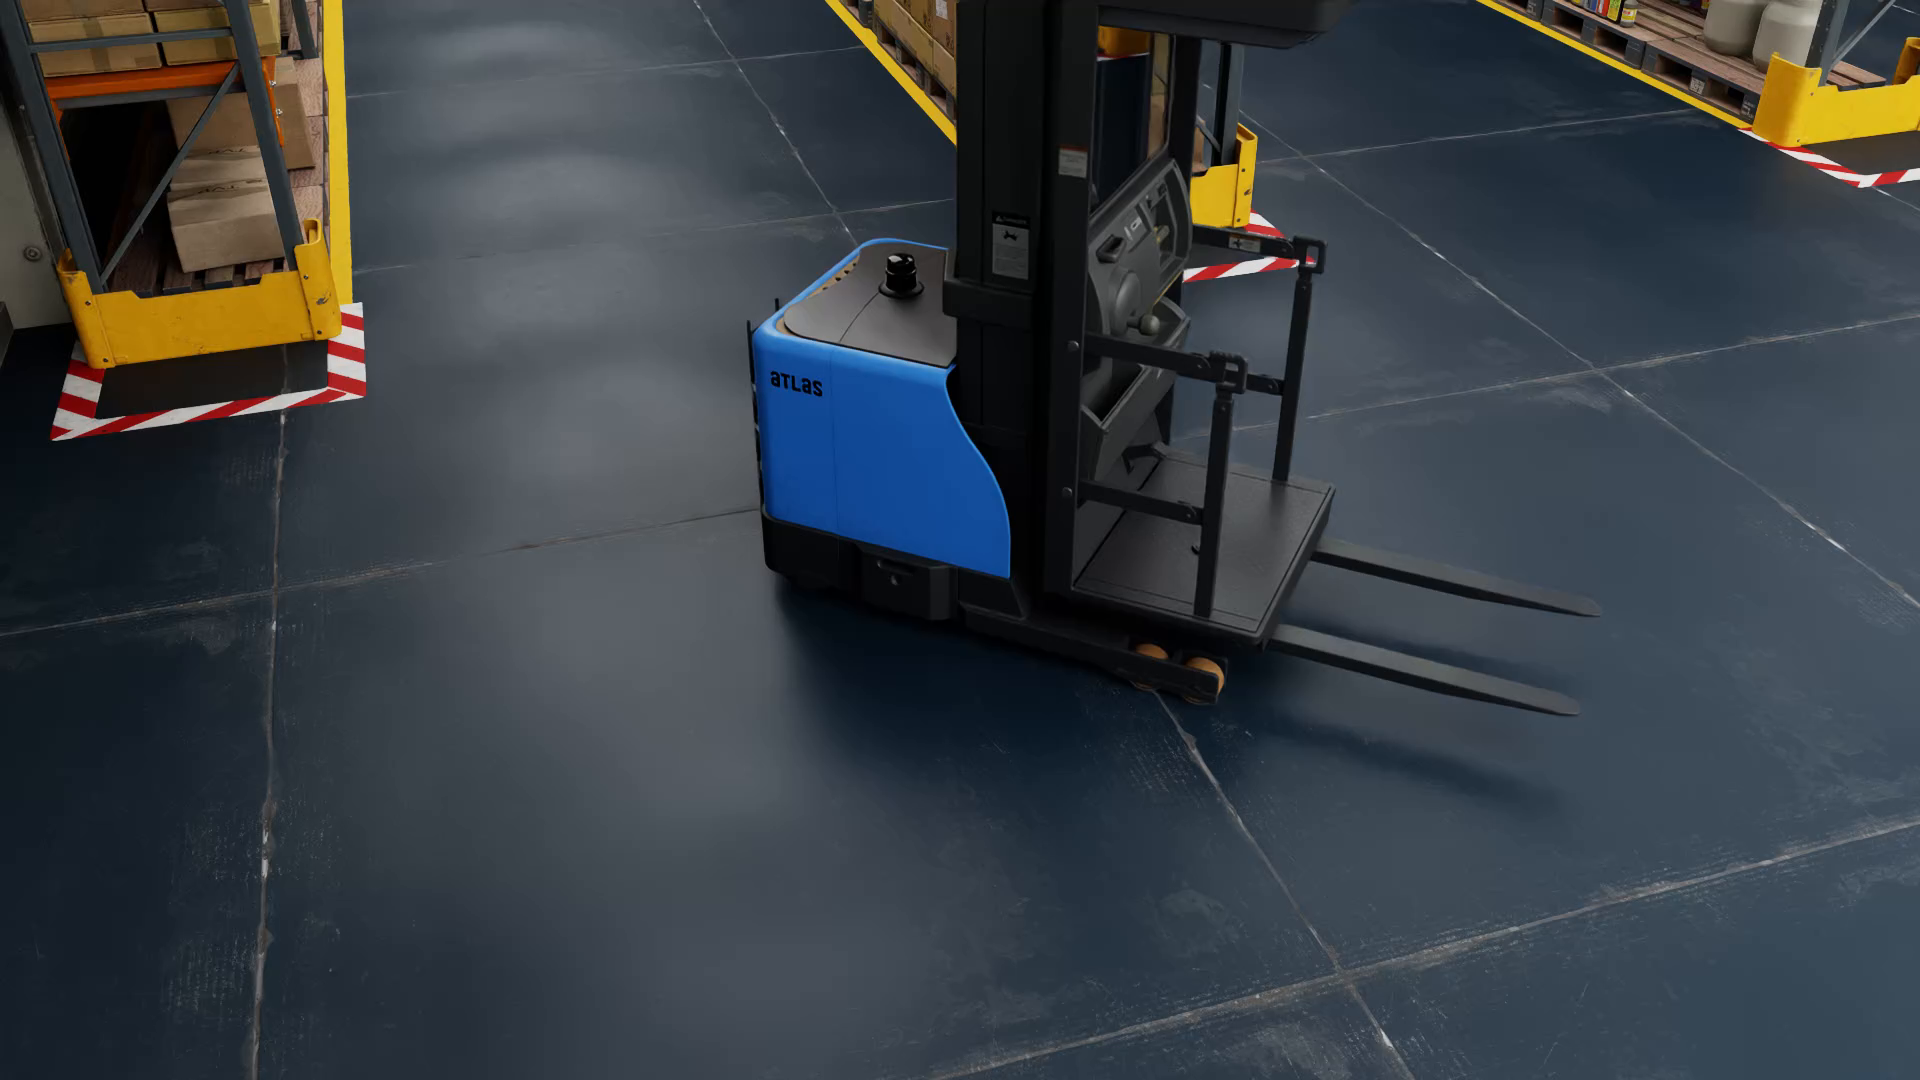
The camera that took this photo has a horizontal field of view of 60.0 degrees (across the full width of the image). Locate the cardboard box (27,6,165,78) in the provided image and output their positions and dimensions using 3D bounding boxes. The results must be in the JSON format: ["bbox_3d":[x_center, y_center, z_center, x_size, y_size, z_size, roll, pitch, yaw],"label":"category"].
[{"bbox_3d":[-3.992,-2.372,7.737,0.500,0.250,0.500,-10,35,-14],"label":"cardboard box"}]

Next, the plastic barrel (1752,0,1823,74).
[{"bbox_3d":[5.496,-3.349,10.974,0.421,0.512,0.421,0,33,0],"label":"plastic barrel"}]

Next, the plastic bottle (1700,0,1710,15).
[{"bbox_3d":[5.482,-3.954,12.152,0.097,0.201,0.097,0,33,0],"label":"plastic bottle"}]

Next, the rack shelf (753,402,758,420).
[{"bbox_3d":[-0.676,-0.549,6.662,0.200,0.077,0.258,14,36,20],"label":"rack shelf"}]

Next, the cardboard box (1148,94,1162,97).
[{"bbox_3d":[0.944,-2.657,10.164,0.500,0.250,0.500,-10,35,-15],"label":"cardboard box"}]

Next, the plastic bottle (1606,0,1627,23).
[{"bbox_3d":[4.739,-3.879,11.964,0.061,0.283,0.133,-9,35,-14],"label":"plastic bottle"}]

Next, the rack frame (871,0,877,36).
[{"bbox_3d":[-0.169,-5.149,11.821,1.000,3.000,0.127,-10,35,-15],"label":"rack frame"}]

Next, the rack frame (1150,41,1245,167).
[{"bbox_3d":[1.051,-3.048,8.642,1.000,3.000,0.127,-10,35,-15],"label":"rack frame"}]

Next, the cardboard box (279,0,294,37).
[{"bbox_3d":[-5.126,-3.838,11.705,0.700,0.500,0.500,-9,34,-13],"label":"cardboard box"}]

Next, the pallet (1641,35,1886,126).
[{"bbox_3d":[5.459,-3.175,11.364,1.003,0.211,1.213,-10,35,-15],"label":"pallet"}]

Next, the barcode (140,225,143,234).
[{"bbox_3d":[-4.177,-1.600,8.482,0.001,0.075,0.075,-10,35,-15],"label":"barcode"}]

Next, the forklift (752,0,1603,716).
[{"bbox_3d":[0.798,-0.975,5.567,3.031,2.935,1.130,14,36,20],"label":"forklift"}]

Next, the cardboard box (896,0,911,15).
[{"bbox_3d":[-0.165,-3.932,11.413,0.500,0.500,0.500,-10,35,-15],"label":"cardboard box"}]

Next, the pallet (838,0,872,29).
[{"bbox_3d":[-0.431,-4.365,13.165,1.003,0.211,1.213,-10,35,-15],"label":"pallet"}]

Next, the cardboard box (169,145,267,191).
[{"bbox_3d":[-3.964,-1.953,9.024,0.500,0.311,0.500,-7,34,-11],"label":"cardboard box"}]

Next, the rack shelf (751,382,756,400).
[{"bbox_3d":[-0.676,-0.624,6.612,0.200,0.077,0.258,14,36,20],"label":"rack shelf"}]

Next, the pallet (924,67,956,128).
[{"bbox_3d":[0.410,-2.919,10.976,1.003,0.211,1.213,-10,35,-15],"label":"pallet"}]

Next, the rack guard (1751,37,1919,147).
[{"bbox_3d":[5.702,-2.869,10.638,1.175,0.500,0.348,-10,35,-15],"label":"rack guard"}]

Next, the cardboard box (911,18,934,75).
[{"bbox_3d":[-0.021,-3.355,11.220,0.500,0.250,0.500,-10,35,-15],"label":"cardboard box"}]

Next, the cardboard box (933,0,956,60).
[{"bbox_3d":[0.134,-3.406,10.617,0.500,0.500,0.500,-10,35,-15],"label":"cardboard box"}]

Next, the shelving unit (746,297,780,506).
[{"bbox_3d":[-0.676,-0.502,6.693,0.210,0.900,0.258,14,36,20],"label":"shelving unit"}]

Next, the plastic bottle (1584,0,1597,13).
[{"bbox_3d":[4.699,-4.027,12.195,0.152,0.276,0.135,-11,35,-16],"label":"plastic bottle"}]

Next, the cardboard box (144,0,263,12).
[{"bbox_3d":[-3.525,-2.773,7.664,0.500,0.500,0.500,-10,35,-15],"label":"cardboard box"}]

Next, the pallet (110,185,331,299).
[{"bbox_3d":[-3.902,-1.522,8.862,1.003,0.211,1.213,-10,35,-15],"label":"pallet"}]

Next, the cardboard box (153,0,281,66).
[{"bbox_3d":[-3.512,-2.469,7.883,0.500,0.250,0.500,-11,35,-16],"label":"cardboard box"}]

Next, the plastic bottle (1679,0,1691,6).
[{"bbox_3d":[5.409,-4.109,12.323,0.097,0.271,0.097,0,33,0],"label":"plastic bottle"}]

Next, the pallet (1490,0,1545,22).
[{"bbox_3d":[4.715,-4.457,13.303,1.003,0.211,1.213,-10,35,-15],"label":"pallet"}]

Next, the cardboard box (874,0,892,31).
[{"bbox_3d":[-0.316,-3.882,12.017,0.500,0.250,0.500,-10,35,-15],"label":"cardboard box"}]

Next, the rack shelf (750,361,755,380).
[{"bbox_3d":[-0.676,-0.699,6.563,0.200,0.077,0.258,14,36,20],"label":"rack shelf"}]

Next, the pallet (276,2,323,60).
[{"bbox_3d":[-5.124,-3.559,11.944,1.003,0.211,1.213,-10,35,-15],"label":"pallet"}]

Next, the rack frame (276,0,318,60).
[{"bbox_3d":[-4.885,-4.314,10.557,1.000,3.000,0.127,-10,35,-15],"label":"rack frame"}]
